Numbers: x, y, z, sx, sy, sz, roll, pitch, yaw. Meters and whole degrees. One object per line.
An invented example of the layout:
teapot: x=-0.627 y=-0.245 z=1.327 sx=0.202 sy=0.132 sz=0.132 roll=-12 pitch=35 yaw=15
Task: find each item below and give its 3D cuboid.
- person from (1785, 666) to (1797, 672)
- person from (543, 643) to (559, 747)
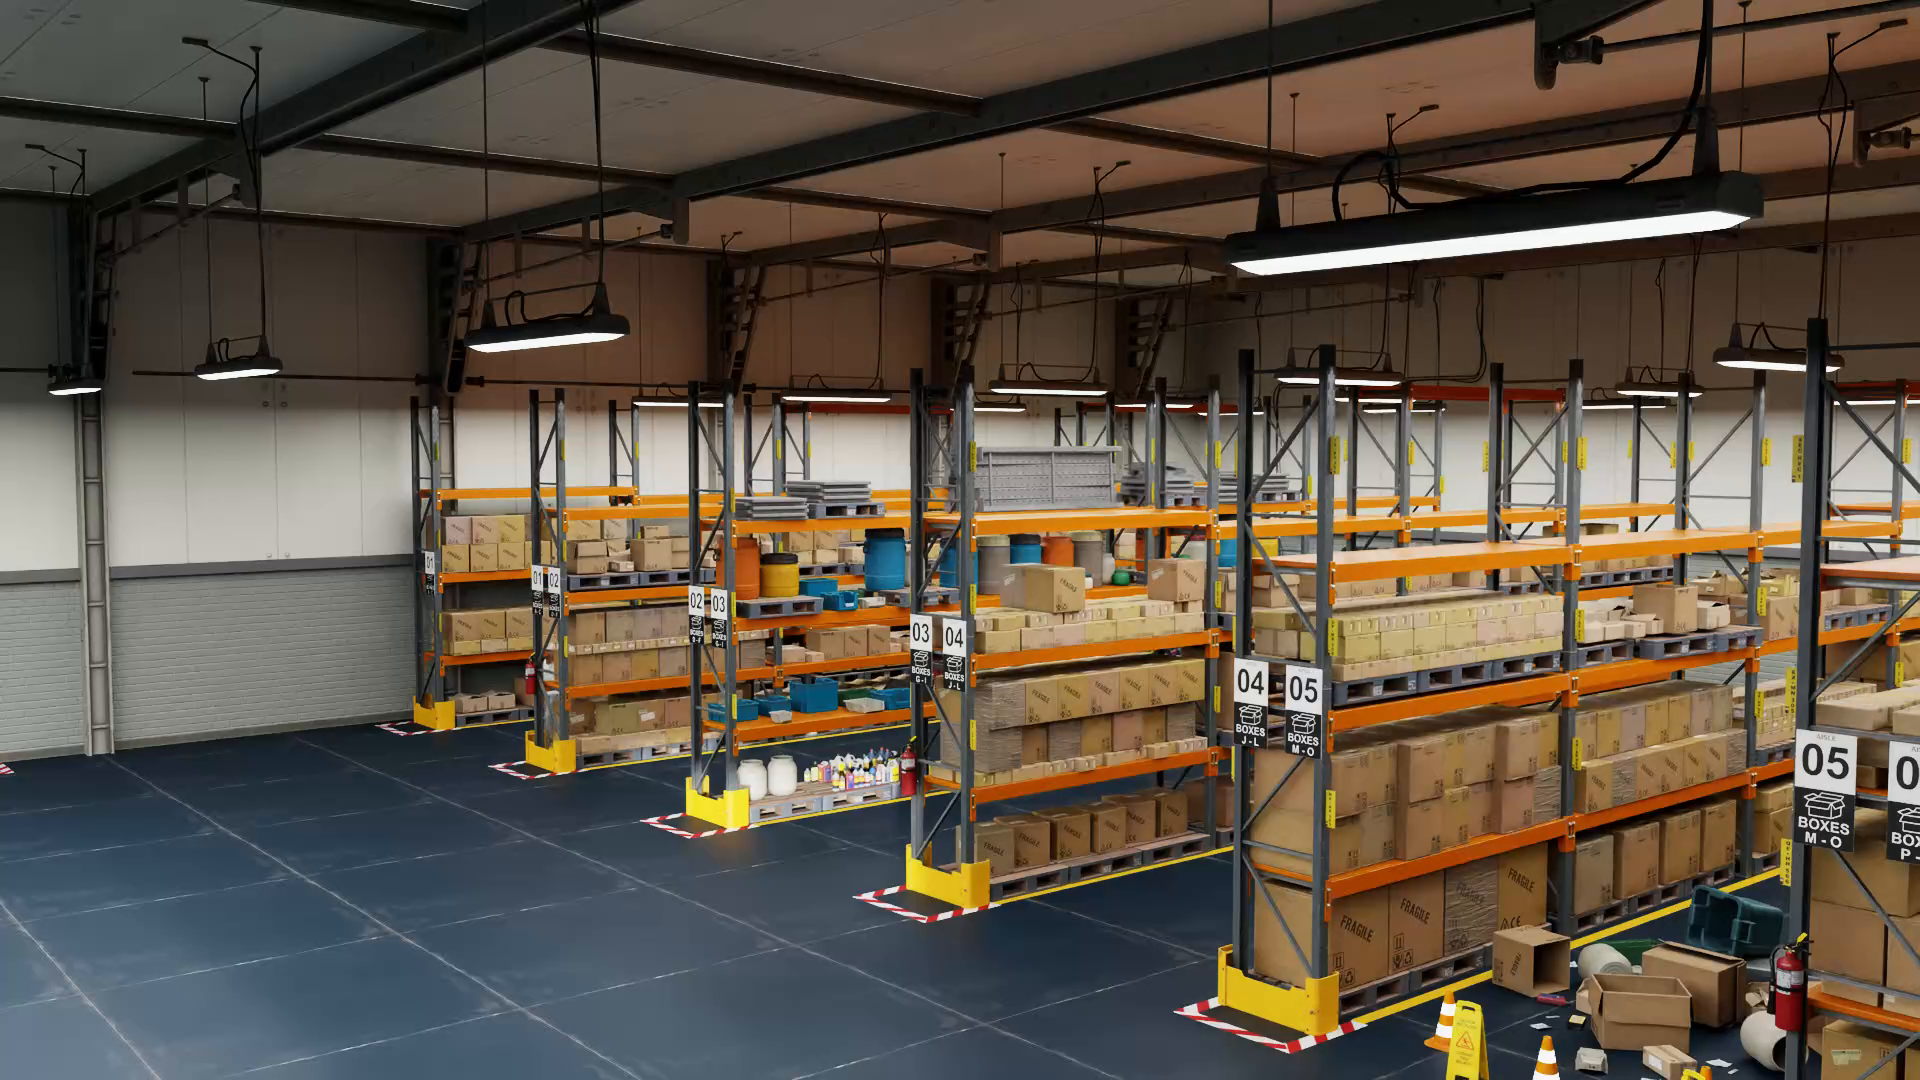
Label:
person: x=12.653 y=2.787 z=25.305 sx=0.625 sy=1.746 sz=0.657 roll=-2 pitch=4 yaw=-29
person: x=-6.862 y=2.620 z=28.015 sx=0.681 sy=1.806 sz=0.924 roll=2 pitch=4 yaw=36
